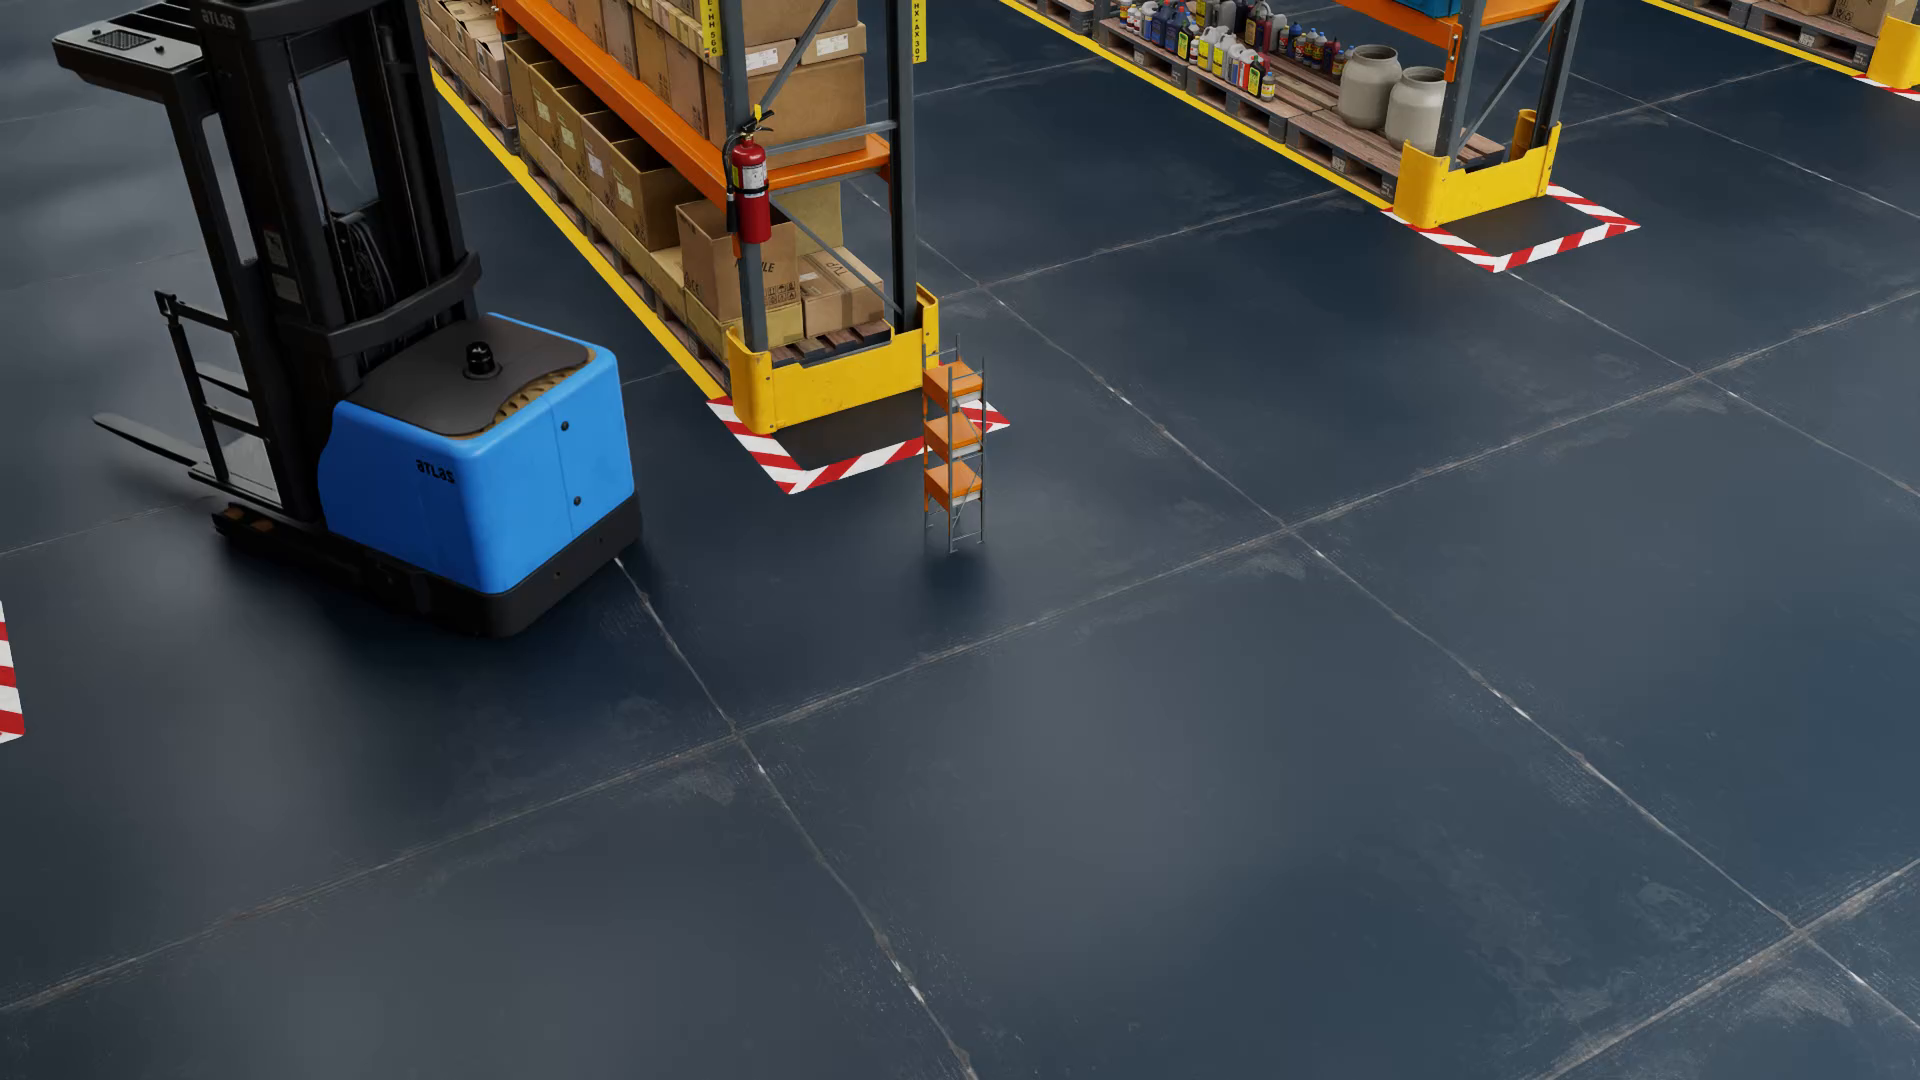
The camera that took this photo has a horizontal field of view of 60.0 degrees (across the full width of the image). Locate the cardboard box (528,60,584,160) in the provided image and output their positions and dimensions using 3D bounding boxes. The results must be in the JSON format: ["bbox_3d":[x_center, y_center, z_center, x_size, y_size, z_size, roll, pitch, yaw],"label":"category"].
[{"bbox_3d":[-2.490,-2.861,10.964,0.500,0.500,0.500,-19,40,-24],"label":"cardboard box"}]

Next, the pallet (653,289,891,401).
[{"bbox_3d":[-1.121,-1.293,9.841,1.003,0.211,1.213,-19,40,-24],"label":"pallet"}]

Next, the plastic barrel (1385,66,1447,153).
[{"bbox_3d":[3.188,-2.985,11.547,0.421,0.512,0.421,0,36,0],"label":"plastic barrel"}]

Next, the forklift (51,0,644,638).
[{"bbox_3d":[-3.095,-1.373,7.645,3.031,2.935,1.130,19,40,24],"label":"forklift"}]

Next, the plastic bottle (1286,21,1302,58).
[{"bbox_3d":[2.619,-3.929,13.027,0.097,0.271,0.097,0,36,0],"label":"plastic bottle"}]

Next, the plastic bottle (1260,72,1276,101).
[{"bbox_3d":[2.283,-3.361,12.309,0.097,0.201,0.097,0,36,0],"label":"plastic bottle"}]

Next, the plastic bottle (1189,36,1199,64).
[{"bbox_3d":[1.838,-3.812,12.926,0.097,0.201,0.097,0,36,0],"label":"plastic bottle"}]

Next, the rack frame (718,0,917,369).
[{"bbox_3d":[-0.700,-2.041,8.502,1.000,3.000,0.127,-19,40,-24],"label":"rack frame"}]

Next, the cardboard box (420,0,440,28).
[{"bbox_3d":[-3.926,-4.264,13.045,0.500,0.311,0.500,-19,40,-24],"label":"cardboard box"}]

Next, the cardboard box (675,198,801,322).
[{"bbox_3d":[-1.227,-1.589,9.221,0.500,0.500,0.500,-19,40,-24],"label":"cardboard box"}]

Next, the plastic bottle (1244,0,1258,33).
[{"bbox_3d":[2.362,-4.216,13.409,0.061,0.283,0.133,-16,39,-21],"label":"plastic bottle"}]

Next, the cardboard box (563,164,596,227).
[{"bbox_3d":[-2.246,-2.301,10.832,0.500,0.250,0.500,-19,40,-24],"label":"cardboard box"}]

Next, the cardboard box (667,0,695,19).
[{"bbox_3d":[-1.219,-3.141,8.823,0.700,0.500,0.500,-20,41,-25],"label":"cardboard box"}]

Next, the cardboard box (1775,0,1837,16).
[{"bbox_3d":[7.238,-4.753,13.978,0.500,0.500,0.500,-9,37,-12],"label":"cardboard box"}]

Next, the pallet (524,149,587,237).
[{"bbox_3d":[-2.347,-2.537,11.545,1.003,0.211,1.213,-19,40,-24],"label":"pallet"}]

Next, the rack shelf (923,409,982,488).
[{"bbox_3d":[-0.027,-0.443,7.984,0.215,0.259,0.240,-19,40,-24],"label":"rack shelf"}]

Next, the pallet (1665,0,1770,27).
[{"bbox_3d":[6.842,-4.934,14.826,1.003,0.211,1.213,-19,40,-24],"label":"pallet"}]

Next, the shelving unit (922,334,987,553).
[{"bbox_3d":[-0.027,-0.451,7.978,0.215,1.050,0.252,-19,40,-24],"label":"shelving unit"}]

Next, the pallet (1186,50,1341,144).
[{"bbox_3d":[2.493,-3.443,12.785,1.003,0.211,1.213,-19,40,-24],"label":"pallet"}]

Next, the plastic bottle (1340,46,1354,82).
[{"bbox_3d":[2.943,-3.600,12.576,0.097,0.271,0.097,0,36,0],"label":"plastic bottle"}]

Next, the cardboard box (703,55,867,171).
[{"bbox_3d":[-0.924,-2.323,8.803,0.700,0.500,0.500,-19,40,-24],"label":"cardboard box"}]

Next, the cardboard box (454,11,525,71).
[{"bbox_3d":[-3.428,-3.752,12.343,0.500,0.311,0.500,-18,40,-23],"label":"cardboard box"}]

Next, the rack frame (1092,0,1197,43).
[{"bbox_3d":[1.575,-5.547,13.302,1.000,3.000,0.127,-19,40,-24],"label":"rack frame"}]

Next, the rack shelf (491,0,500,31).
[{"bbox_3d":[-3.715,-4.811,12.903,1.077,0.370,4.000,-19,40,-24],"label":"rack shelf"}]

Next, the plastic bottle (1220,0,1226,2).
[{"bbox_3d":[2.147,-4.412,13.620,0.144,0.351,0.185,-20,41,-25],"label":"plastic bottle"}]

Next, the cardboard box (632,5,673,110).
[{"bbox_3d":[-1.436,-2.845,9.517,0.700,0.500,0.500,-19,40,-24],"label":"cardboard box"}]

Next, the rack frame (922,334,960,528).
[{"bbox_3d":[-0.088,-0.513,8.063,0.200,1.050,0.008,-19,40,-24],"label":"rack frame"}]

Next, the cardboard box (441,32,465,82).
[{"bbox_3d":[-3.679,-3.785,12.865,0.500,0.250,0.500,-18,40,-23],"label":"cardboard box"}]

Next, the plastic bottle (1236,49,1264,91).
[{"bbox_3d":[2.180,-3.528,12.474,0.152,0.276,0.135,-19,40,-24],"label":"plastic bottle"}]

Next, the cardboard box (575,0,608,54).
[{"bbox_3d":[-1.962,-3.373,10.240,0.700,0.500,0.500,-18,40,-23],"label":"cardboard box"}]

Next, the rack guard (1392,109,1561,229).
[{"bbox_3d":[3.505,-2.522,11.280,1.175,0.500,0.348,-19,40,-24],"label":"rack guard"}]

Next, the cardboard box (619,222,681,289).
[{"bbox_3d":[-1.740,-1.792,10.136,0.500,0.250,0.500,-19,40,-24],"label":"cardboard box"}]

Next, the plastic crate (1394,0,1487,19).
[{"bbox_3d":[3.074,-3.614,10.781,0.499,0.251,0.616,-19,40,-24],"label":"plastic crate"}]

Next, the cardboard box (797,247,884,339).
[{"bbox_3d":[-0.778,-1.440,9.653,0.500,0.250,0.500,-19,40,-24],"label":"cardboard box"}]

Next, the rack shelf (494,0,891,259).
[{"bbox_3d":[-1.705,-2.771,10.110,1.077,0.370,4.000,-19,40,-24],"label":"rack shelf"}]

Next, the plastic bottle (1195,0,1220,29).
[{"bbox_3d":[2.023,-4.369,13.562,0.144,0.351,0.185,-19,40,-24],"label":"plastic bottle"}]

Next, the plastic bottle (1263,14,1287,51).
[{"bbox_3d":[2.484,-4.035,13.168,0.152,0.276,0.135,-18,40,-23],"label":"plastic bottle"}]

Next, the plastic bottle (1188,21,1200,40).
[{"bbox_3d":[1.822,-3.928,13.025,0.097,0.271,0.097,0,36,0],"label":"plastic bottle"}]

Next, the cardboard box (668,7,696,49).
[{"bbox_3d":[-1.318,-2.745,8.831,0.380,0.149,0.250,-20,40,-25],"label":"cardboard box"}]

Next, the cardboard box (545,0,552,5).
[{"bbox_3d":[-2.482,-3.897,10.958,0.700,0.500,0.500,-20,41,-25],"label":"cardboard box"}]

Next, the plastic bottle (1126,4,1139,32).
[{"bbox_3d":[1.407,-4.250,13.526,0.097,0.201,0.097,0,36,0],"label":"plastic bottle"}]

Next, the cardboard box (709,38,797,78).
[{"bbox_3d":[-1.057,-2.482,8.470,0.380,0.149,0.250,-20,40,-25],"label":"cardboard box"}]

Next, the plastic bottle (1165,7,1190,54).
[{"bbox_3d":[1.716,-4.024,13.089,0.144,0.351,0.185,-21,41,-26],"label":"plastic bottle"}]

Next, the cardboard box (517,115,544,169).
[{"bbox_3d":[-2.739,-2.814,11.535,0.500,0.250,0.500,-19,40,-24],"label":"cardboard box"}]

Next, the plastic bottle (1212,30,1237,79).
[{"bbox_3d":[2.023,-3.712,12.663,0.144,0.351,0.185,-17,40,-22],"label":"plastic bottle"}]

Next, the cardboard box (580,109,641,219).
[{"bbox_3d":[-1.992,-2.350,10.263,0.500,0.500,0.500,-19,40,-24],"label":"cardboard box"}]

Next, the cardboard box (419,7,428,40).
[{"bbox_3d":[-4.191,-4.307,13.579,0.500,0.250,0.500,-20,41,-25],"label":"cardboard box"}]

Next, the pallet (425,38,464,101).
[{"bbox_3d":[-3.731,-3.942,13.468,1.003,0.211,1.213,-19,40,-24],"label":"pallet"}]

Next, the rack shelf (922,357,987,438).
[{"bbox_3d":[-0.027,-0.672,7.817,0.215,0.259,0.240,-19,40,-24],"label":"rack shelf"}]

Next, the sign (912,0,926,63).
[{"bbox_3d":[-0.218,-2.584,8.444,0.100,0.325,0.005,-19,40,-24],"label":"sign"}]

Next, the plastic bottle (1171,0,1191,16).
[{"bbox_3d":[1.746,-4.163,13.280,0.144,0.351,0.185,-19,40,-24],"label":"plastic bottle"}]

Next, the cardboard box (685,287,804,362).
[{"bbox_3d":[-1.225,-1.286,9.443,0.500,0.250,0.500,-19,40,-24],"label":"cardboard box"}]

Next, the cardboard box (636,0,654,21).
[{"bbox_3d":[-1.575,-3.008,9.191,0.380,0.149,0.250,-18,40,-23],"label":"cardboard box"}]

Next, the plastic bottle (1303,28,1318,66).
[{"bbox_3d":[2.720,-3.826,12.885,0.097,0.271,0.097,0,36,0],"label":"plastic bottle"}]

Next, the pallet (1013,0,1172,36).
[{"bbox_3d":[1.147,-4.810,14.657,1.003,0.211,1.213,-19,40,-24],"label":"pallet"}]

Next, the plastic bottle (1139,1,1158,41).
[{"bbox_3d":[1.542,-4.176,13.360,0.152,0.276,0.135,-17,40,-22],"label":"plastic bottle"}]

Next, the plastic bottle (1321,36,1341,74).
[{"bbox_3d":[2.845,-3.726,12.738,0.061,0.283,0.133,-18,40,-23],"label":"plastic bottle"}]

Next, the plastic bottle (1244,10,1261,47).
[{"bbox_3d":[2.330,-4.079,13.221,0.061,0.283,0.133,-19,40,-24],"label":"plastic bottle"}]

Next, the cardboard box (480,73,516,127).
[{"bbox_3d":[-3.169,-3.266,12.154,0.500,0.250,0.500,-19,40,-24],"label":"cardboard box"}]
